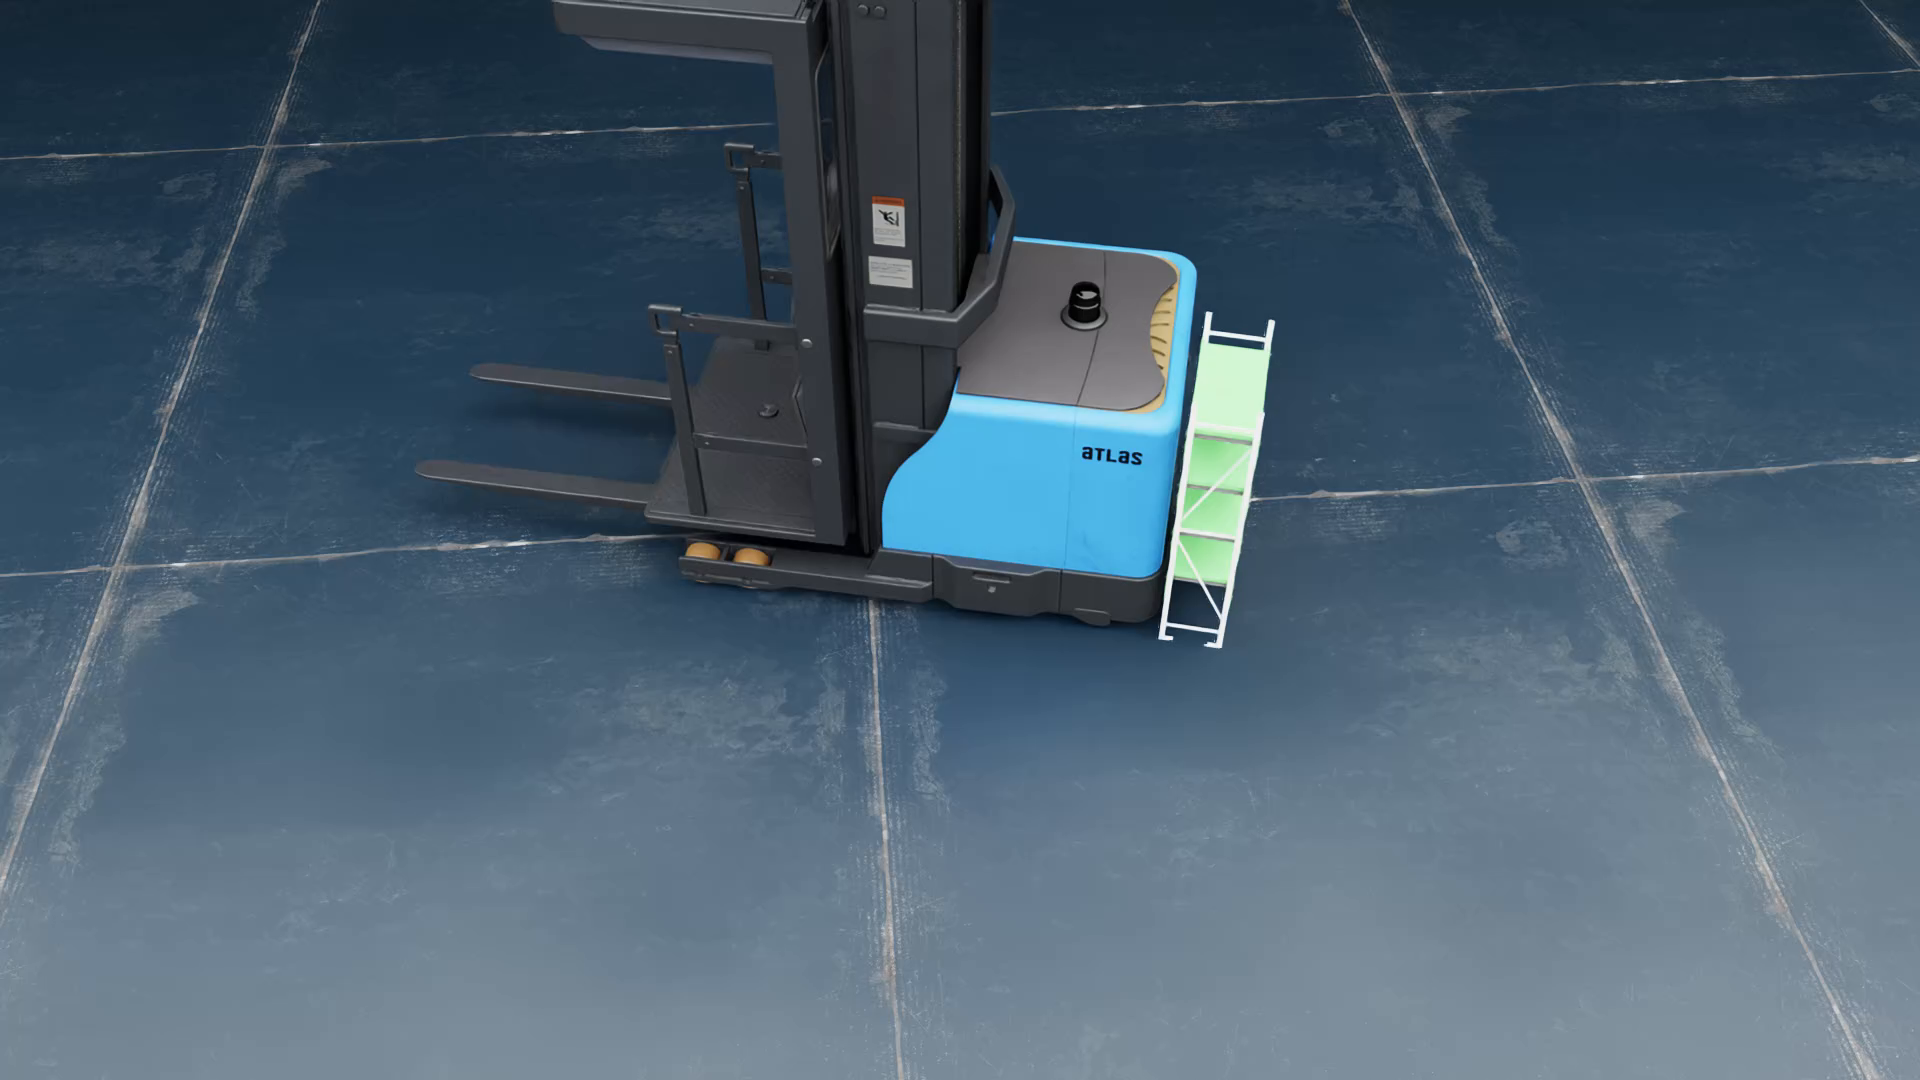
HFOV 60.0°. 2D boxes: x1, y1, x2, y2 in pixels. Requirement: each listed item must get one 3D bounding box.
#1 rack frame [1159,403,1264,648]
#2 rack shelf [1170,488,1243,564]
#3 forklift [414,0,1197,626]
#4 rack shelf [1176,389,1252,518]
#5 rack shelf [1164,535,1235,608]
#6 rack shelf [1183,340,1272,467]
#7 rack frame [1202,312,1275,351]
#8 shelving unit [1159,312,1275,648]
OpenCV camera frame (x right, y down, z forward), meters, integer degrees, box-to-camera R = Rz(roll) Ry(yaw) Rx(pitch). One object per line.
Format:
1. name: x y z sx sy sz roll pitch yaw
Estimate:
1. rack frame: 0.885 -0.020 5.942 0.240 1.200 0.015 8 47 8
2. rack shelf: 0.933 -0.150 6.153 0.258 0.148 0.480 8 47 8
3. forklift: -0.654 -1.186 5.855 3.031 2.935 1.130 7 47 6
4. rack shelf: 0.934 -0.315 5.978 0.258 0.148 0.480 8 47 8
5. rack shelf: 0.932 0.015 6.327 0.258 0.148 0.480 8 47 8
6. rack shelf: 0.935 -0.480 5.804 0.258 0.148 0.480 8 47 8
7. rack frame: 0.982 -0.367 6.271 0.240 1.200 0.015 8 47 8
8. shelving unit: 0.933 -0.194 6.106 0.258 1.200 0.503 8 47 8
